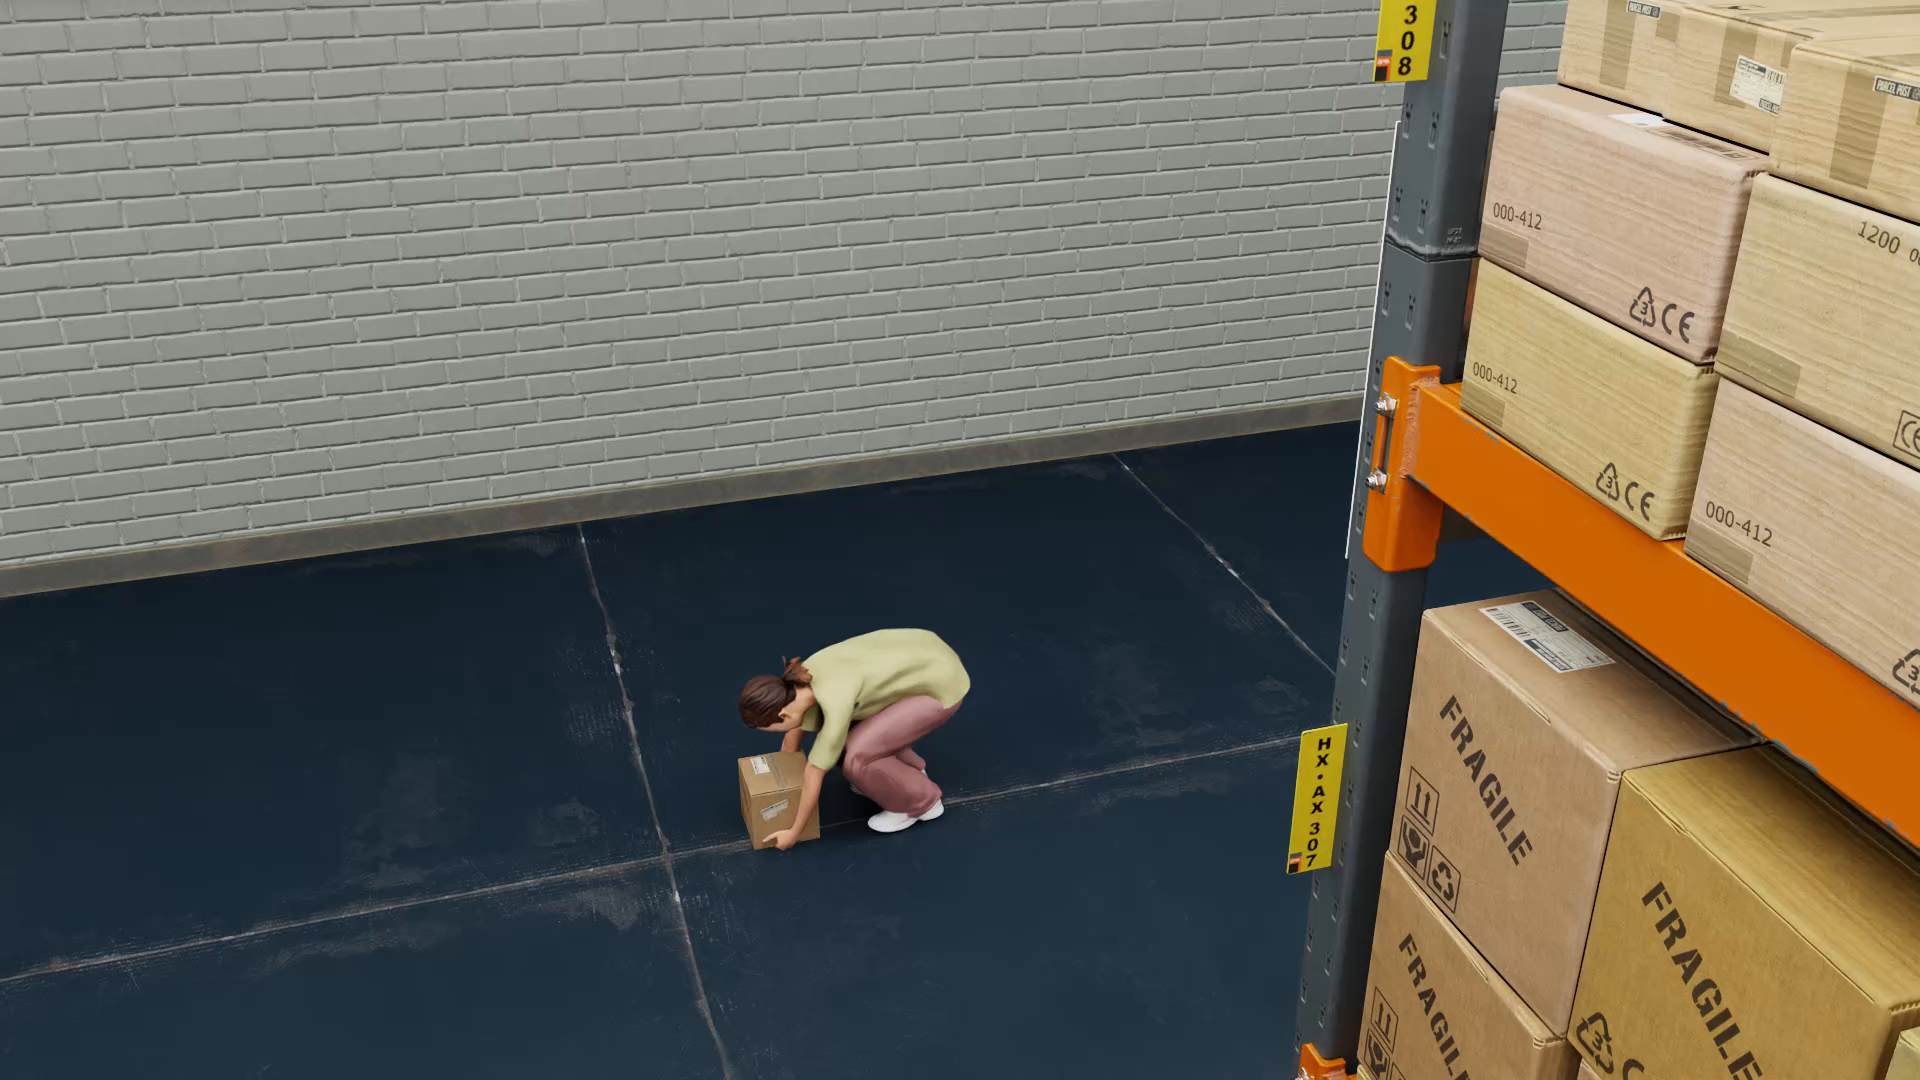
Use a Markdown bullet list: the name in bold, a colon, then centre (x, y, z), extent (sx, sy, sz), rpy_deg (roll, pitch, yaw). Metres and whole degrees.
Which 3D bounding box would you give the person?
- **person**: centre (-0.391, 0.723, 6.230), extent (0.867, 0.754, 0.463), rpy_deg (-9, 28, -17)
